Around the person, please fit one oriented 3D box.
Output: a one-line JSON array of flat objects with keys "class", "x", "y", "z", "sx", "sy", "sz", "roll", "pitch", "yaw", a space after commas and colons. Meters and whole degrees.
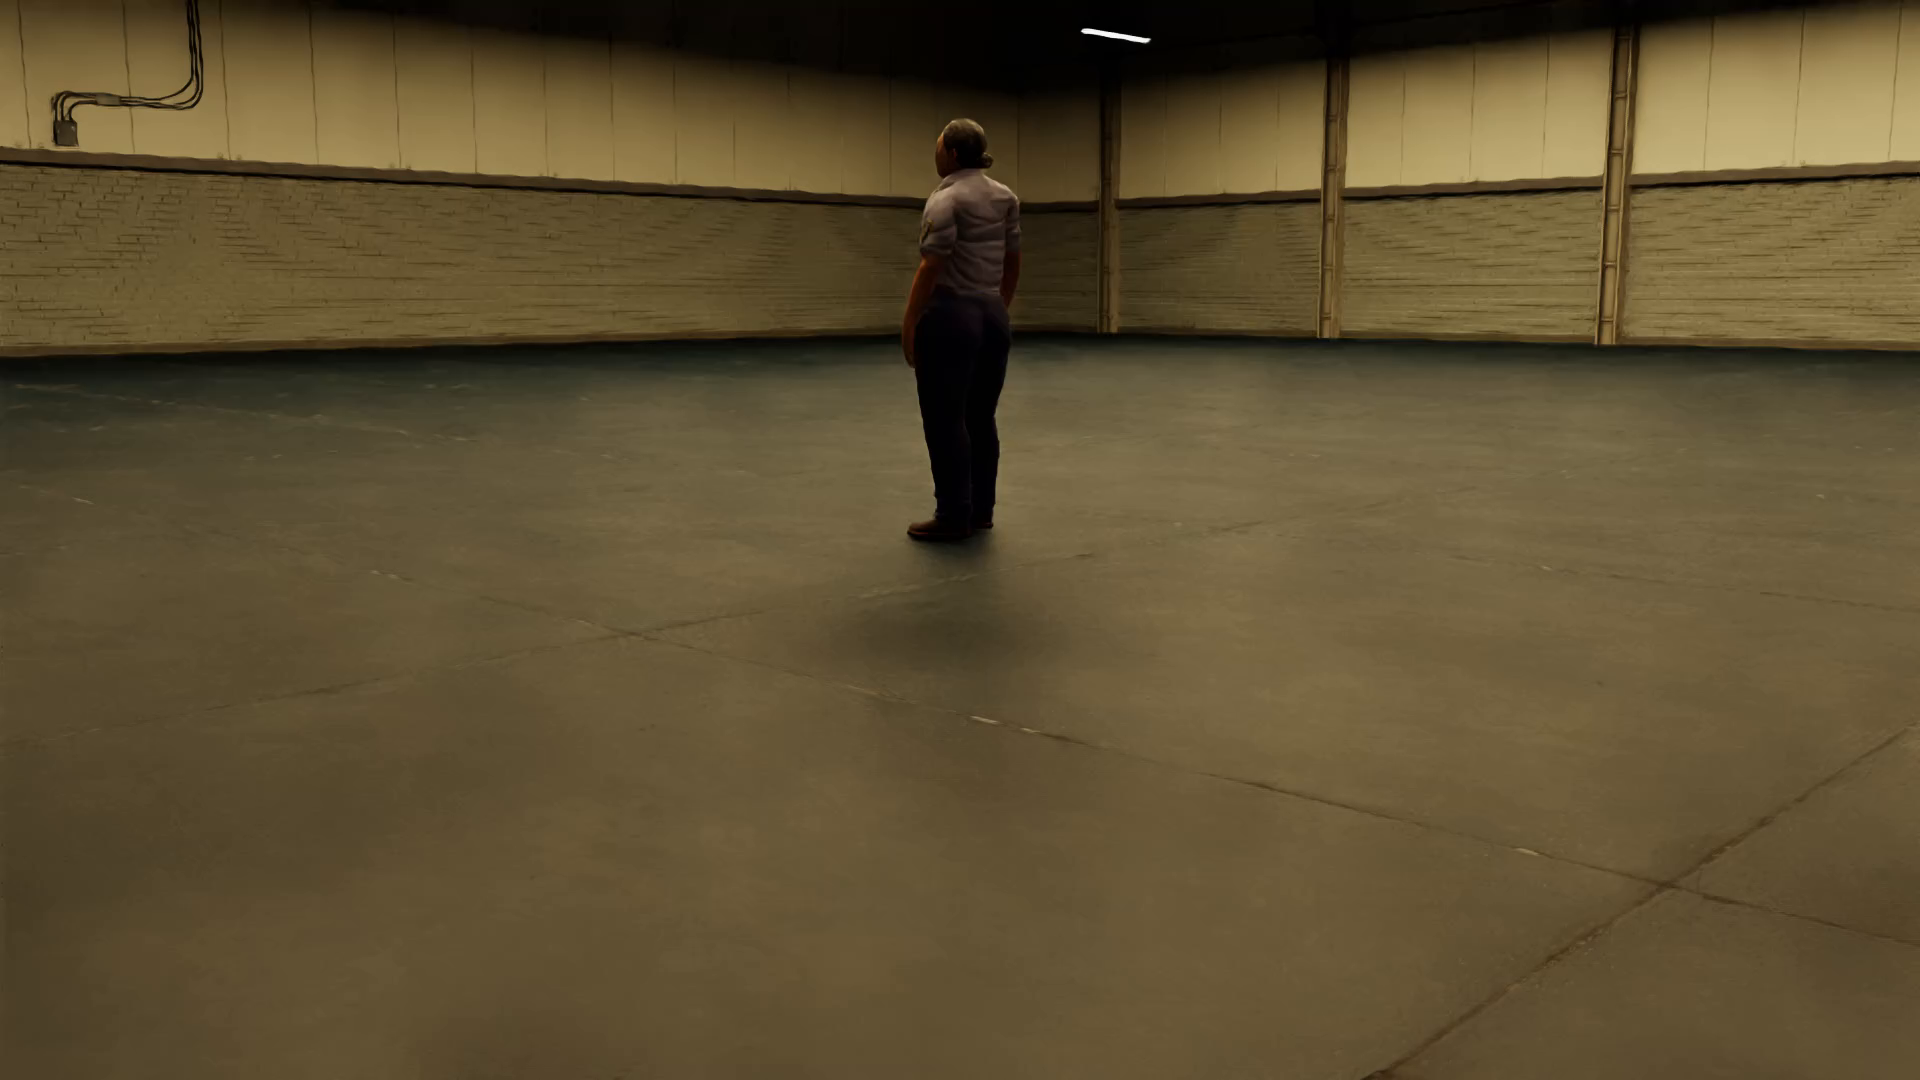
[{"class": "person", "x": -0.049, "y": -0.834, "z": 6.671, "sx": 0.502, "sy": 1.650, "sz": 0.599, "roll": 8, "pitch": 12, "yaw": 43}]
